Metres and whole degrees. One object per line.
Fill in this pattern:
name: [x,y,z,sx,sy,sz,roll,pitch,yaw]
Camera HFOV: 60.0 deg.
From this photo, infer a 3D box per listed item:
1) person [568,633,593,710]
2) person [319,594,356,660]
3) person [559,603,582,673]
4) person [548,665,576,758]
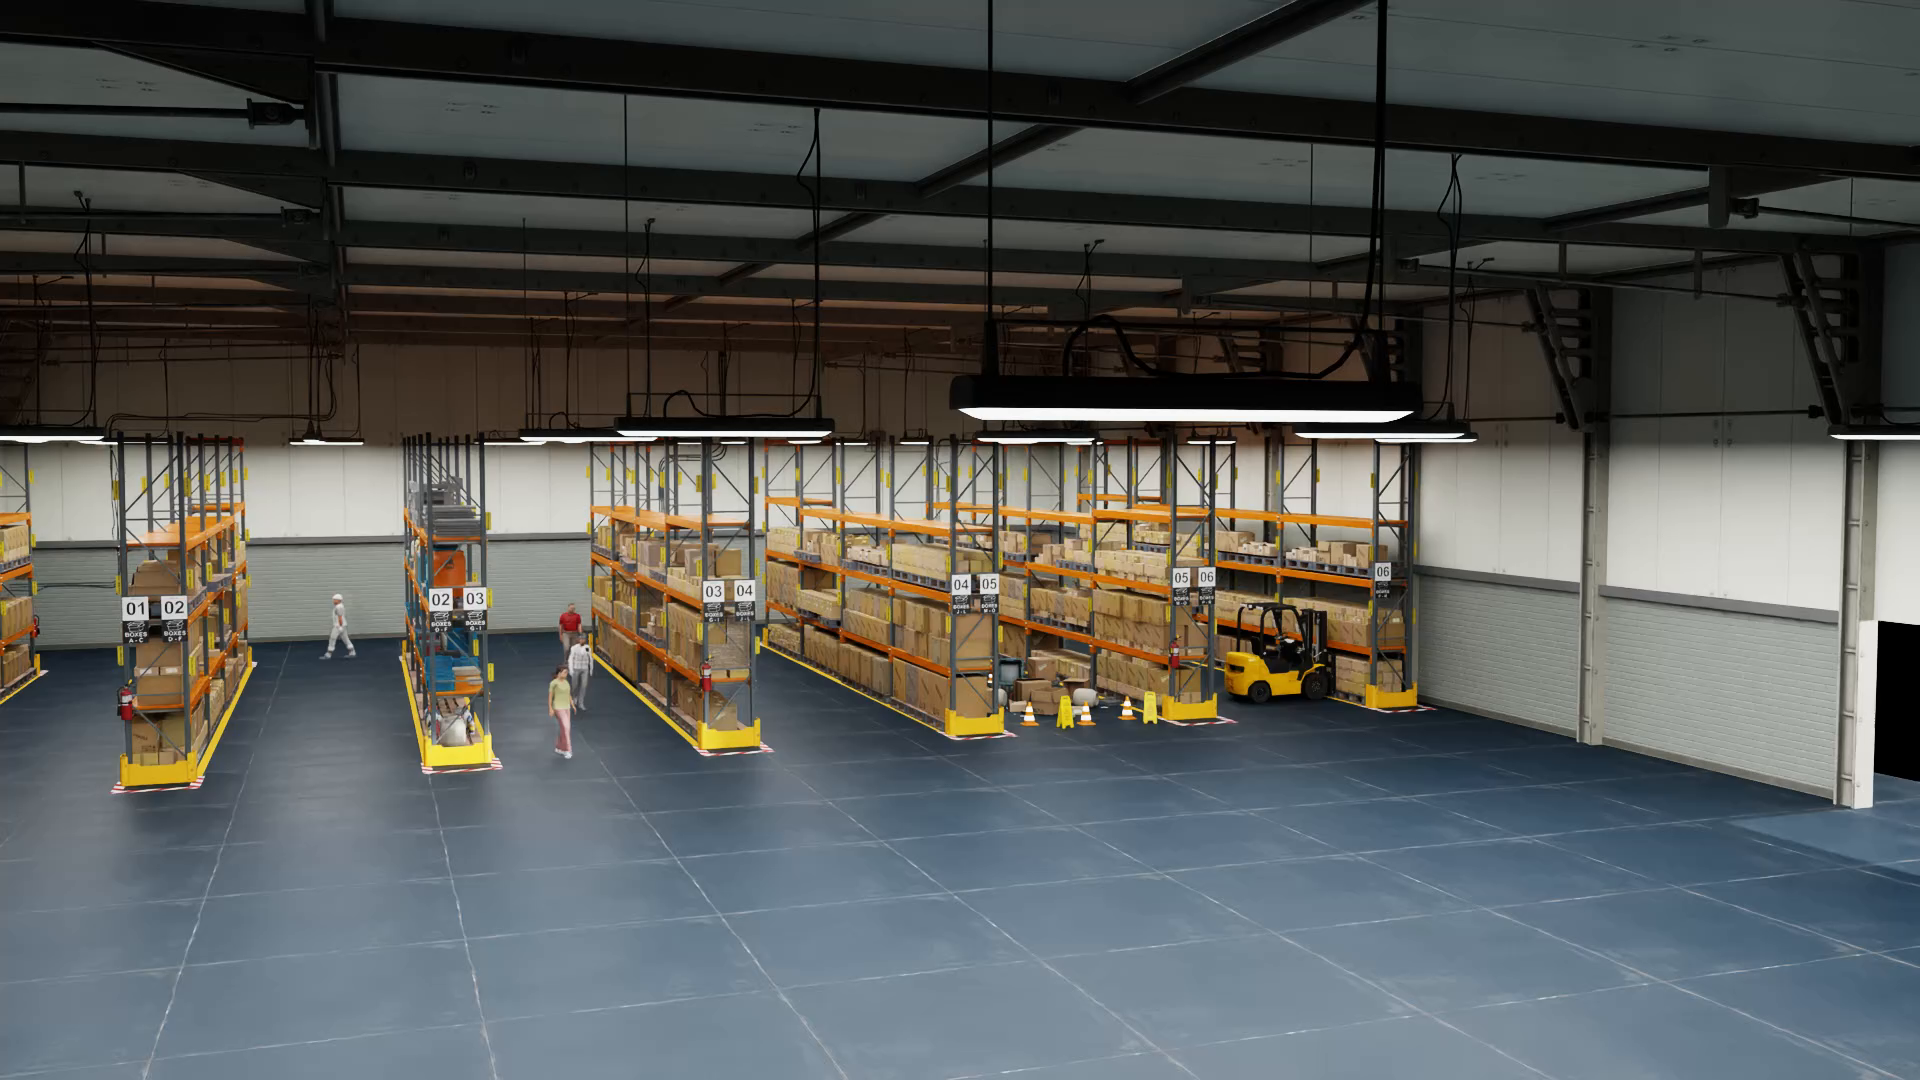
person: [-8.358,2.881,36.686,0.562,1.685,0.738,-1,3,-24]
person: [-16.839,2.343,44.978,0.892,1.756,0.536,0,3,-3]
person: [-9.962,2.519,42.659,0.561,1.763,0.684,-1,3,-24]
person: [-7.346,3.190,30.941,0.591,1.721,0.470,2,4,28]
